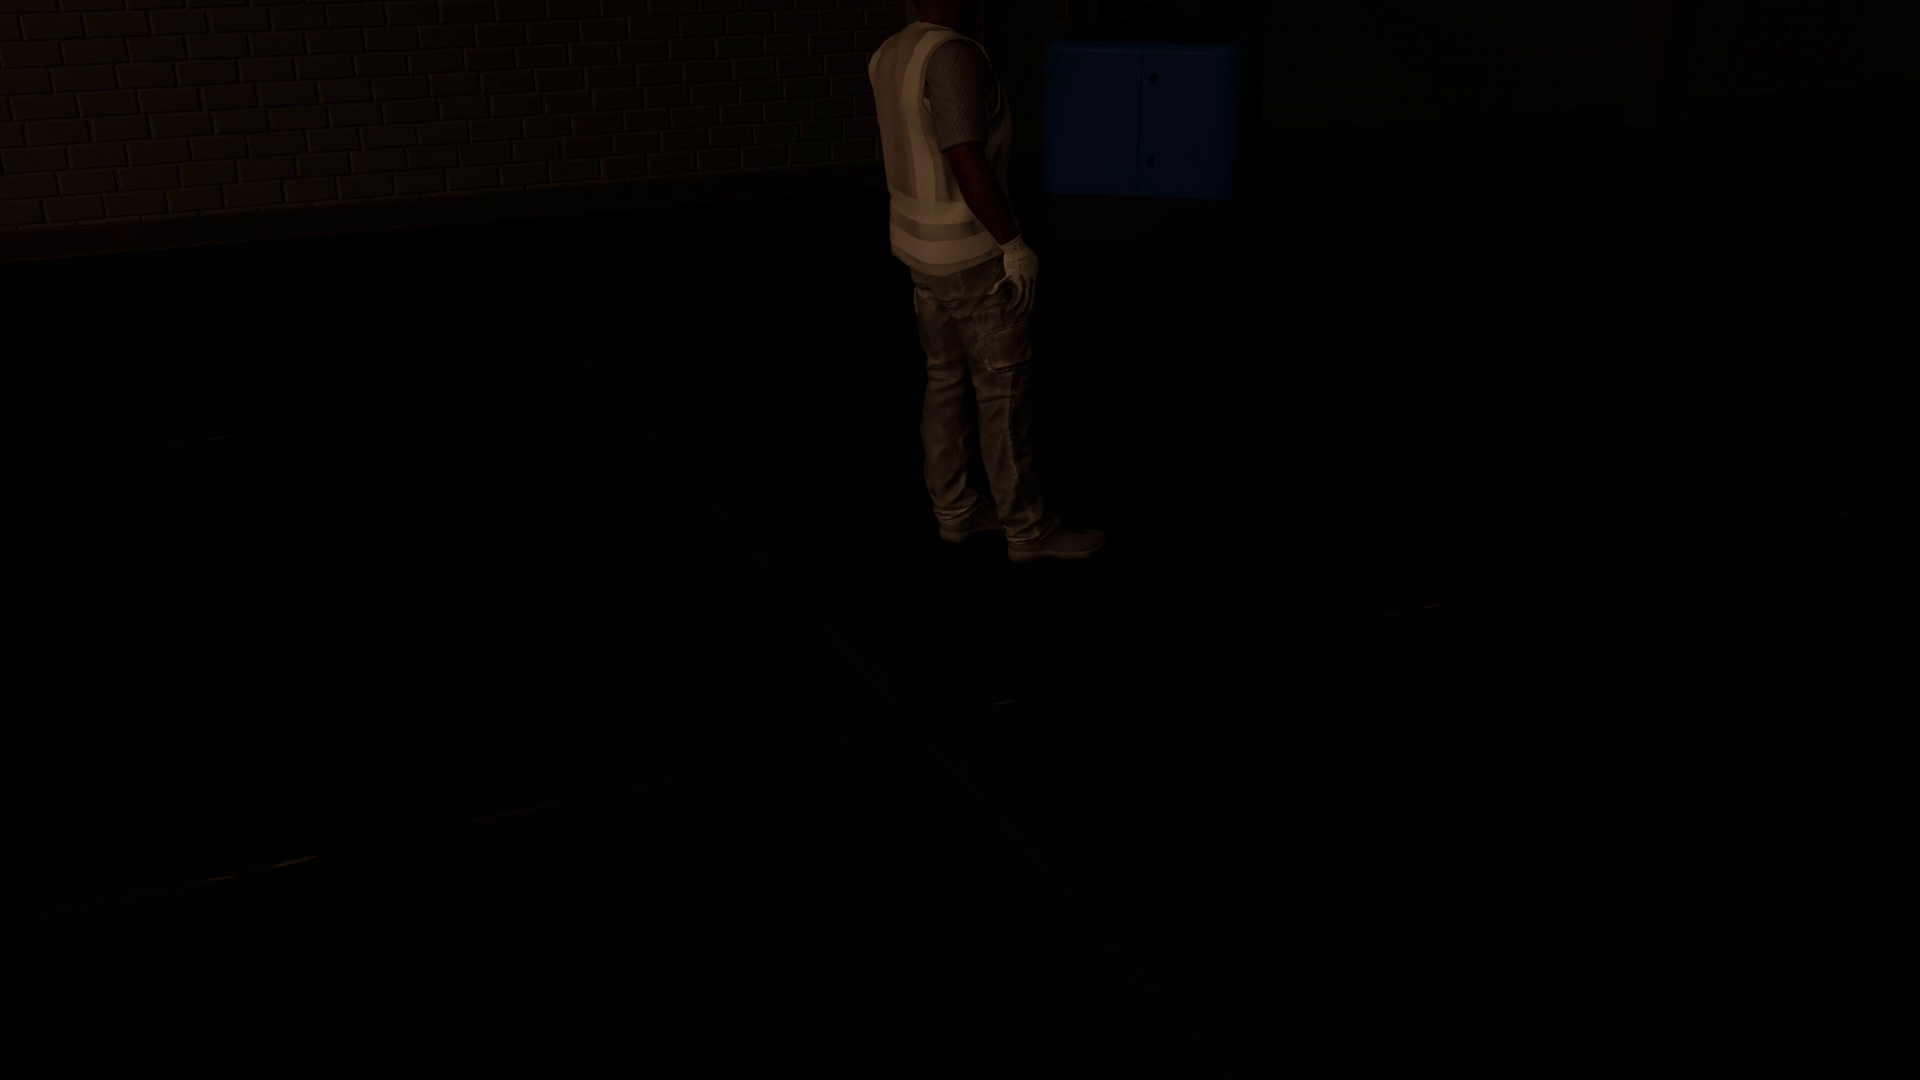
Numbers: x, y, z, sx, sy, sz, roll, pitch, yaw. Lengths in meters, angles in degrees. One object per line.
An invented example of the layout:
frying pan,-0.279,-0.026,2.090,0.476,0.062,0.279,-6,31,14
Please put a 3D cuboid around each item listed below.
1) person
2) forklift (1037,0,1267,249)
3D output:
person,0.069,-0.839,4.782,0.577,1.782,0.656,-10,25,-23
forklift,1.224,-3.385,9.434,1.130,2.935,3.031,5,23,11
